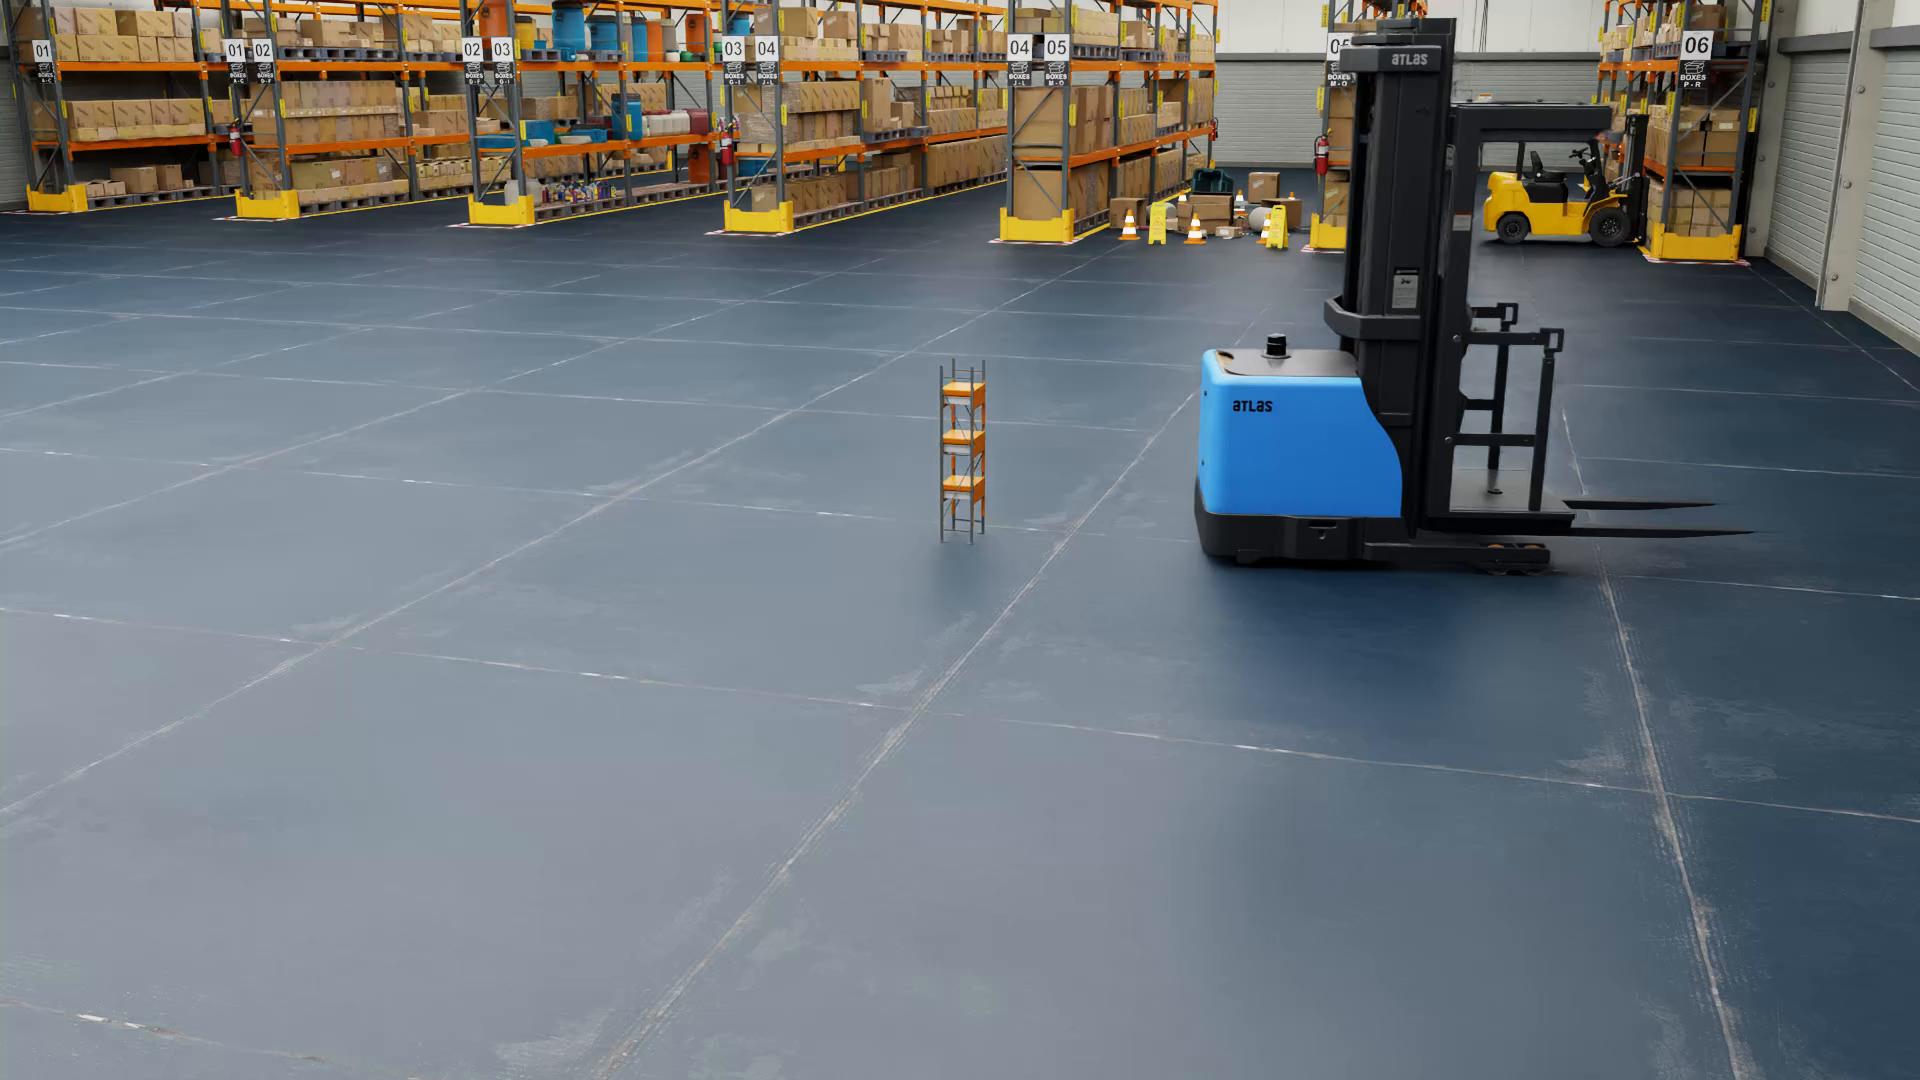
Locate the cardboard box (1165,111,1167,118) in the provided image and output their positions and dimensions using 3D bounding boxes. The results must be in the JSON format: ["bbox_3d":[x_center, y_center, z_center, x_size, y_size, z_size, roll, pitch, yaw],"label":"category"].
[{"bbox_3d":[4.221,-9.101,35.565,0.380,0.149,0.250,4,16,15],"label":"cardboard box"}]

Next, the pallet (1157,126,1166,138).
[{"bbox_3d":[3.627,-8.531,34.762,1.213,0.211,1.003,5,16,16],"label":"pallet"}]

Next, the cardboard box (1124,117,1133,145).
[{"bbox_3d":[2.940,-7.679,31.223,0.500,0.500,0.500,5,17,16],"label":"cardboard box"}]

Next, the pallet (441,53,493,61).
[{"bbox_3d":[-10.804,-10.777,37.176,1.213,0.211,1.003,5,17,18],"label":"pallet"}]

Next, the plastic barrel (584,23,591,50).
[{"bbox_3d":[-7.396,-9.779,32.338,0.421,0.512,0.421,0,16,0],"label":"plastic barrel"}]

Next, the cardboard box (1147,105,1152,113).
[{"bbox_3d":[3.845,-8.903,34.322,0.380,0.149,0.250,5,16,16],"label":"cardboard box"}]

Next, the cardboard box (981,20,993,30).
[{"bbox_3d":[0.490,-12.507,40.421,0.500,0.250,0.500,4,16,14],"label":"cardboard box"}]

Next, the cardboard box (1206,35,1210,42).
[{"bbox_3d":[5.780,-12.014,39.819,0.380,0.149,0.250,5,17,17],"label":"cardboard box"}]

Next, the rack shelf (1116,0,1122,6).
[{"bbox_3d":[1.822,-9.207,27.849,1.077,0.370,4.000,5,16,16],"label":"rack shelf"}]

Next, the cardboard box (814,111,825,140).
[{"bbox_3d":[-2.927,-7.477,29.966,0.875,0.500,0.500,5,16,16],"label":"cardboard box"}]

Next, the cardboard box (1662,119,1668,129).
[{"bbox_3d":[10.906,-6.337,25.302,0.380,0.149,0.250,4,16,14],"label":"cardboard box"}]

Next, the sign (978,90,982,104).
[{"bbox_3d":[0.460,-10.366,38.901,0.100,0.325,0.005,5,16,16],"label":"sign"}]

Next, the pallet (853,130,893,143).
[{"bbox_3d":[-1.980,-7.890,32.500,1.003,0.211,1.213,5,16,16],"label":"pallet"}]

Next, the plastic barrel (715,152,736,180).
[{"bbox_3d":[-5.505,-8.691,38.622,0.600,0.588,0.708,5,16,16],"label":"plastic barrel"}]

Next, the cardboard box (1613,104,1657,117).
[{"bbox_3d":[13.348,-8.381,32.920,0.797,0.503,0.637,4,16,15],"label":"cardboard box"}]

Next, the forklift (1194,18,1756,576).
[{"bbox_3d":[2.909,-1.365,9.270,3.031,2.935,1.130,1,16,4],"label":"forklift"}]

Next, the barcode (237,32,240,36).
[{"bbox_3d":[-13.347,-9.355,30.753,0.001,0.075,0.075,5,16,16],"label":"barcode"}]

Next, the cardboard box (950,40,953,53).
[{"bbox_3d":[-0.461,-11.209,37.746,0.500,0.311,0.500,4,16,14],"label":"cardboard box"}]

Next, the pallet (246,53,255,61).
[{"bbox_3d":[-16.015,-10.723,36.986,1.213,0.211,1.003,5,16,16],"label":"pallet"}]

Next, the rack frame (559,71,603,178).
[{"bbox_3d":[-9.560,-10.656,41.900,1.000,3.000,0.127,5,16,16],"label":"rack frame"}]

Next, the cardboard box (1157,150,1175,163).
[{"bbox_3d":[4.399,-8.348,36.202,0.500,0.250,0.500,4,16,13],"label":"cardboard box"}]

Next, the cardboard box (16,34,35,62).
[{"bbox_3d":[-17.845,-9.529,32.210,0.500,0.500,0.500,6,17,20],"label":"cardboard box"}]

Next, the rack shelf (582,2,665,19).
[{"bbox_3d":[-8.992,-13.717,43.024,1.077,0.370,4.000,5,16,16],"label":"rack shelf"}]

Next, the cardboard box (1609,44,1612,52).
[{"bbox_3d":[14.233,-10.530,35.691,0.500,0.250,0.500,4,16,14],"label":"cardboard box"}]

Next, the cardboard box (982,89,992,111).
[{"bbox_3d":[0.465,-10.552,39.889,0.500,0.500,0.500,5,16,16],"label":"cardboard box"}]

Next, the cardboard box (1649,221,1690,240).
[{"bbox_3d":[10.619,-4.621,24.894,0.500,0.250,0.500,5,17,16],"label":"cardboard box"}]

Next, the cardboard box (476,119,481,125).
[{"bbox_3d":[-11.137,-9.347,37.450,0.500,0.311,0.500,4,16,15],"label":"cardboard box"}]

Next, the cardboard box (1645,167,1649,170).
[{"bbox_3d":[13.604,-7.250,32.515,0.380,0.149,0.250,5,17,17],"label":"cardboard box"}]

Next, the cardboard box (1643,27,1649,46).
[{"bbox_3d":[12.115,-8.700,28.720,0.500,0.311,0.500,4,16,14],"label":"cardboard box"}]

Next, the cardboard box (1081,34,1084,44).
[{"bbox_3d":[1.801,-8.105,26.919,0.380,0.149,0.250,5,16,16],"label":"cardboard box"}]

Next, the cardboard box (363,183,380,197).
[{"bbox_3d":[-12.035,-7.042,33.427,0.500,0.250,0.500,5,16,16],"label":"cardboard box"}]

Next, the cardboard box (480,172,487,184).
[{"bbox_3d":[-10.901,-8.065,37.037,0.500,0.250,0.500,5,17,17],"label":"cardboard box"}]

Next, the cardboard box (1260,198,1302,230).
[{"bbox_3d":[5.555,-5.649,28.824,0.500,0.500,0.500,-10,19,-32],"label":"cardboard box"}]

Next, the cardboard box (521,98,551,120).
[{"bbox_3d":[-10.183,-10.257,39.542,0.700,0.500,0.500,8,18,26],"label":"cardboard box"}]

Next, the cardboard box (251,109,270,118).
[{"bbox_3d":[-13.044,-7.991,31.133,0.380,0.149,0.250,4,16,15],"label":"cardboard box"}]

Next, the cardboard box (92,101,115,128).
[{"bbox_3d":[-17.147,-8.428,32.909,0.500,0.500,0.500,5,16,16],"label":"cardboard box"}]

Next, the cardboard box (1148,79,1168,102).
[{"bbox_3d":[4.538,-10.291,38.055,0.500,0.500,0.500,4,16,14],"label":"cardboard box"}]

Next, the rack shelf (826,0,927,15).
[{"bbox_3d":[-1.768,-10.664,32.988,1.077,0.370,4.000,5,16,16],"label":"rack shelf"}]

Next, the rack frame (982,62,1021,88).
[{"bbox_3d":[1.073,-10.933,42.877,1.000,3.000,0.127,5,16,16],"label":"rack frame"}]

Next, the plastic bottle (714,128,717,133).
[{"bbox_3d":[-5.516,-9.252,37.180,0.152,0.276,0.135,5,16,16],"label":"plastic bottle"}]

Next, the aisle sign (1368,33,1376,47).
[{"bbox_3d":[6.307,-7.189,24.913,0.394,0.787,0.004,5,16,16],"label":"aisle sign"}]

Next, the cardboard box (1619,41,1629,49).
[{"bbox_3d":[13.320,-9.855,33.087,0.380,0.149,0.250,5,17,17],"label":"cardboard box"}]

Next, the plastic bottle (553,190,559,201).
[{"bbox_3d":[-7.812,-6.657,32.123,0.097,0.201,0.097,0,16,0],"label":"plastic bottle"}]

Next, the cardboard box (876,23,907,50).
[{"bbox_3d":[-1.387,-10.164,33.570,0.500,0.500,0.500,5,17,17],"label":"cardboard box"}]

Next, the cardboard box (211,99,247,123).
[{"bbox_3d":[-16.241,-9.482,36.771,0.700,0.500,0.500,6,17,22],"label":"cardboard box"}]

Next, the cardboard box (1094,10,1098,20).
[{"bbox_3d":[2.088,-8.754,27.744,0.380,0.149,0.250,5,17,17],"label":"cardboard box"}]

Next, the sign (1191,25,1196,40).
[{"bbox_3d":[5.197,-11.314,37.057,0.100,0.325,0.005,5,16,16],"label":"sign"}]

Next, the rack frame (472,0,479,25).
[{"bbox_3d":[-13.174,-14.971,46.122,1.000,3.000,0.127,5,16,16],"label":"rack frame"}]

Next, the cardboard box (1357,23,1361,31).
[{"bbox_3d":[5.951,-7.860,25.546,0.380,0.149,0.250,5,17,17],"label":"cardboard box"}]

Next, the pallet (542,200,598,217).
[{"bbox_3d":[-7.661,-6.343,31.806,1.003,0.211,1.213,5,16,16],"label":"pallet"}]

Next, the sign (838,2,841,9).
[{"bbox_3d":[-3.143,-14.009,43.322,0.100,0.325,0.005,5,16,16],"label":"sign"}]

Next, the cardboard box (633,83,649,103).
[{"bbox_3d":[-8.572,-11.825,44.008,0.500,0.500,0.500,5,17,17],"label":"cardboard box"}]

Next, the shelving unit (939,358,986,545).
[{"bbox_3d":[0.015,-0.519,9.735,0.215,1.050,0.252,5,16,16],"label":"shelving unit"}]

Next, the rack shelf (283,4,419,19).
[{"bbox_3d":[-14.879,-12.863,40.740,1.077,0.370,4.000,5,16,16],"label":"rack shelf"}]

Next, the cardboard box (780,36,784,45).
[{"bbox_3d":[-3.174,-8.364,27.867,0.380,0.149,0.250,5,16,15],"label":"cardboard box"}]

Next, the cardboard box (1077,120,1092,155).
[{"bbox_3d":[1.730,-6.791,28.000,0.875,0.550,0.550,5,16,16],"label":"cardboard box"}]
